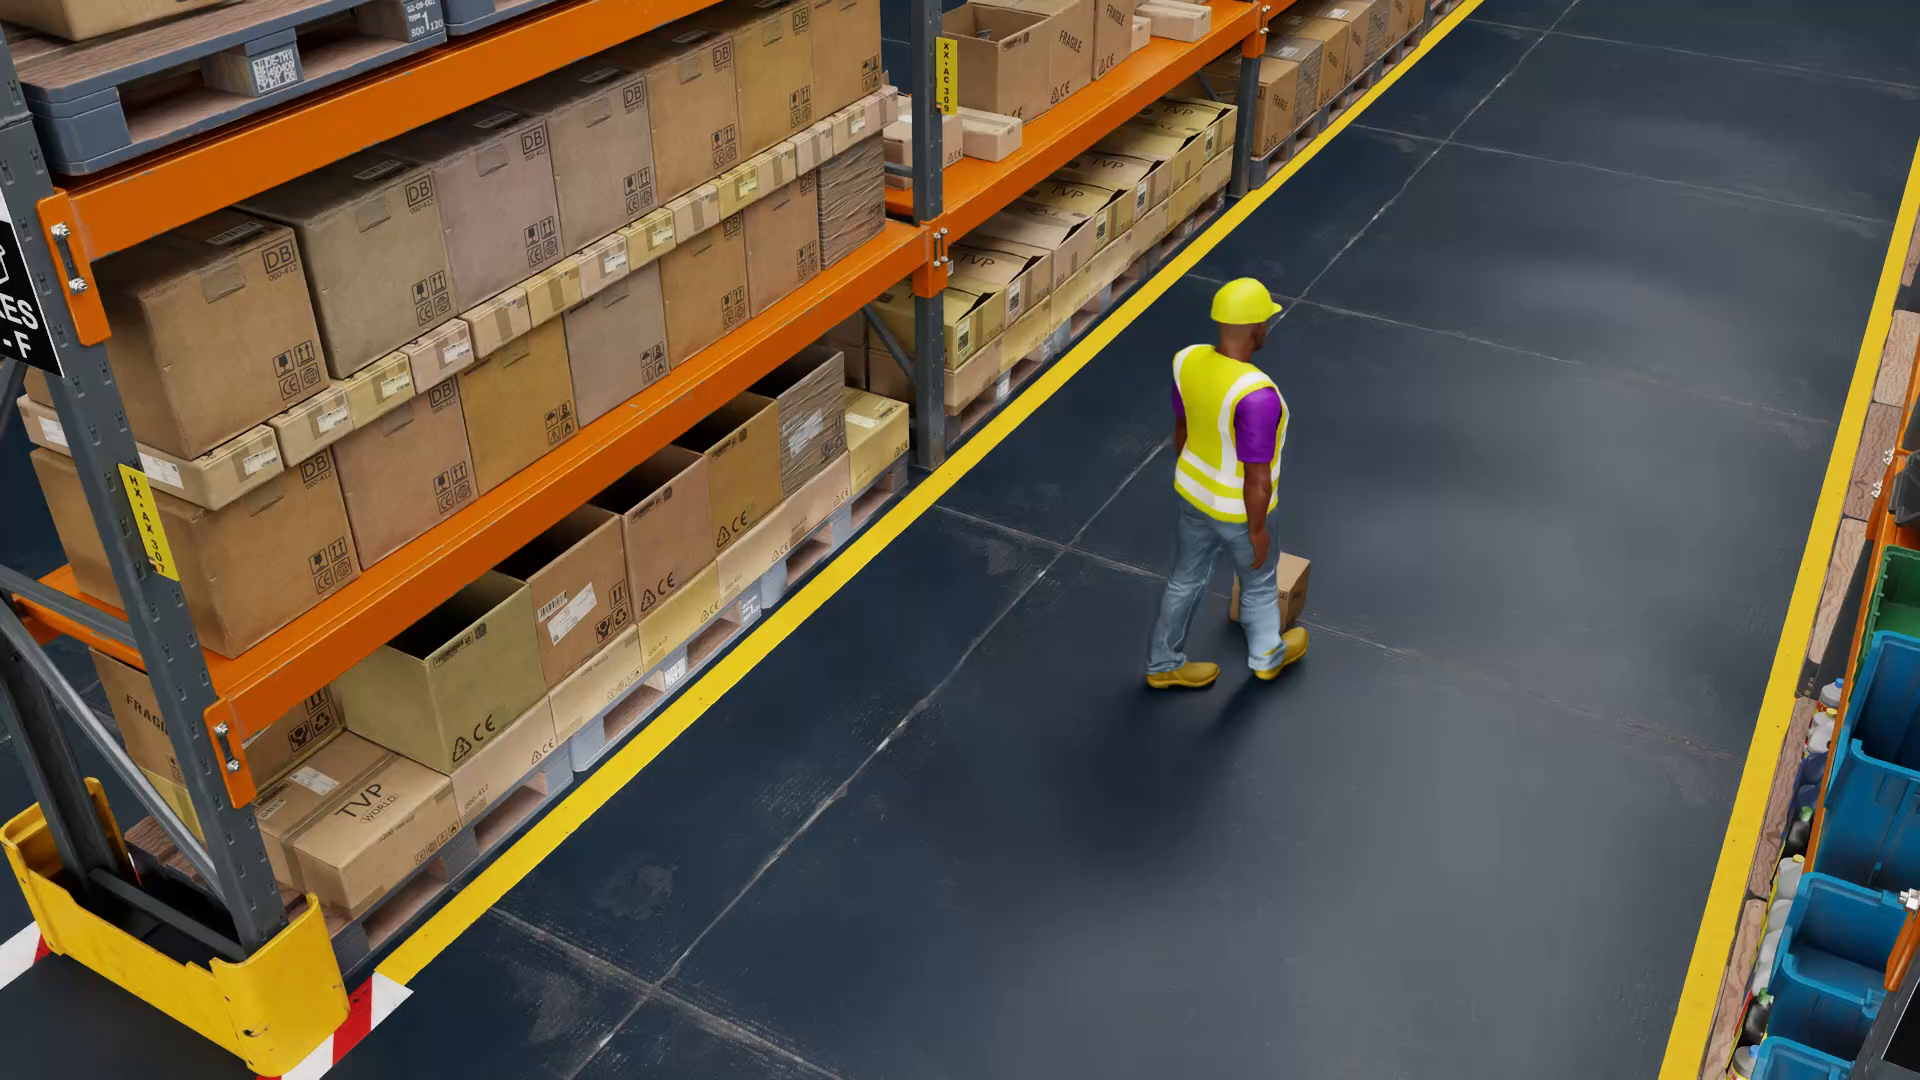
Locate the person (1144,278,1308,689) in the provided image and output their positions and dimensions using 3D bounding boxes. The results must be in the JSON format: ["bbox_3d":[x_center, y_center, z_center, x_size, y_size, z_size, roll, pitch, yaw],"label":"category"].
[{"bbox_3d":[1.096,-0.197,6.405,0.732,1.759,0.587,-19,38,-25],"label":"person"}]
